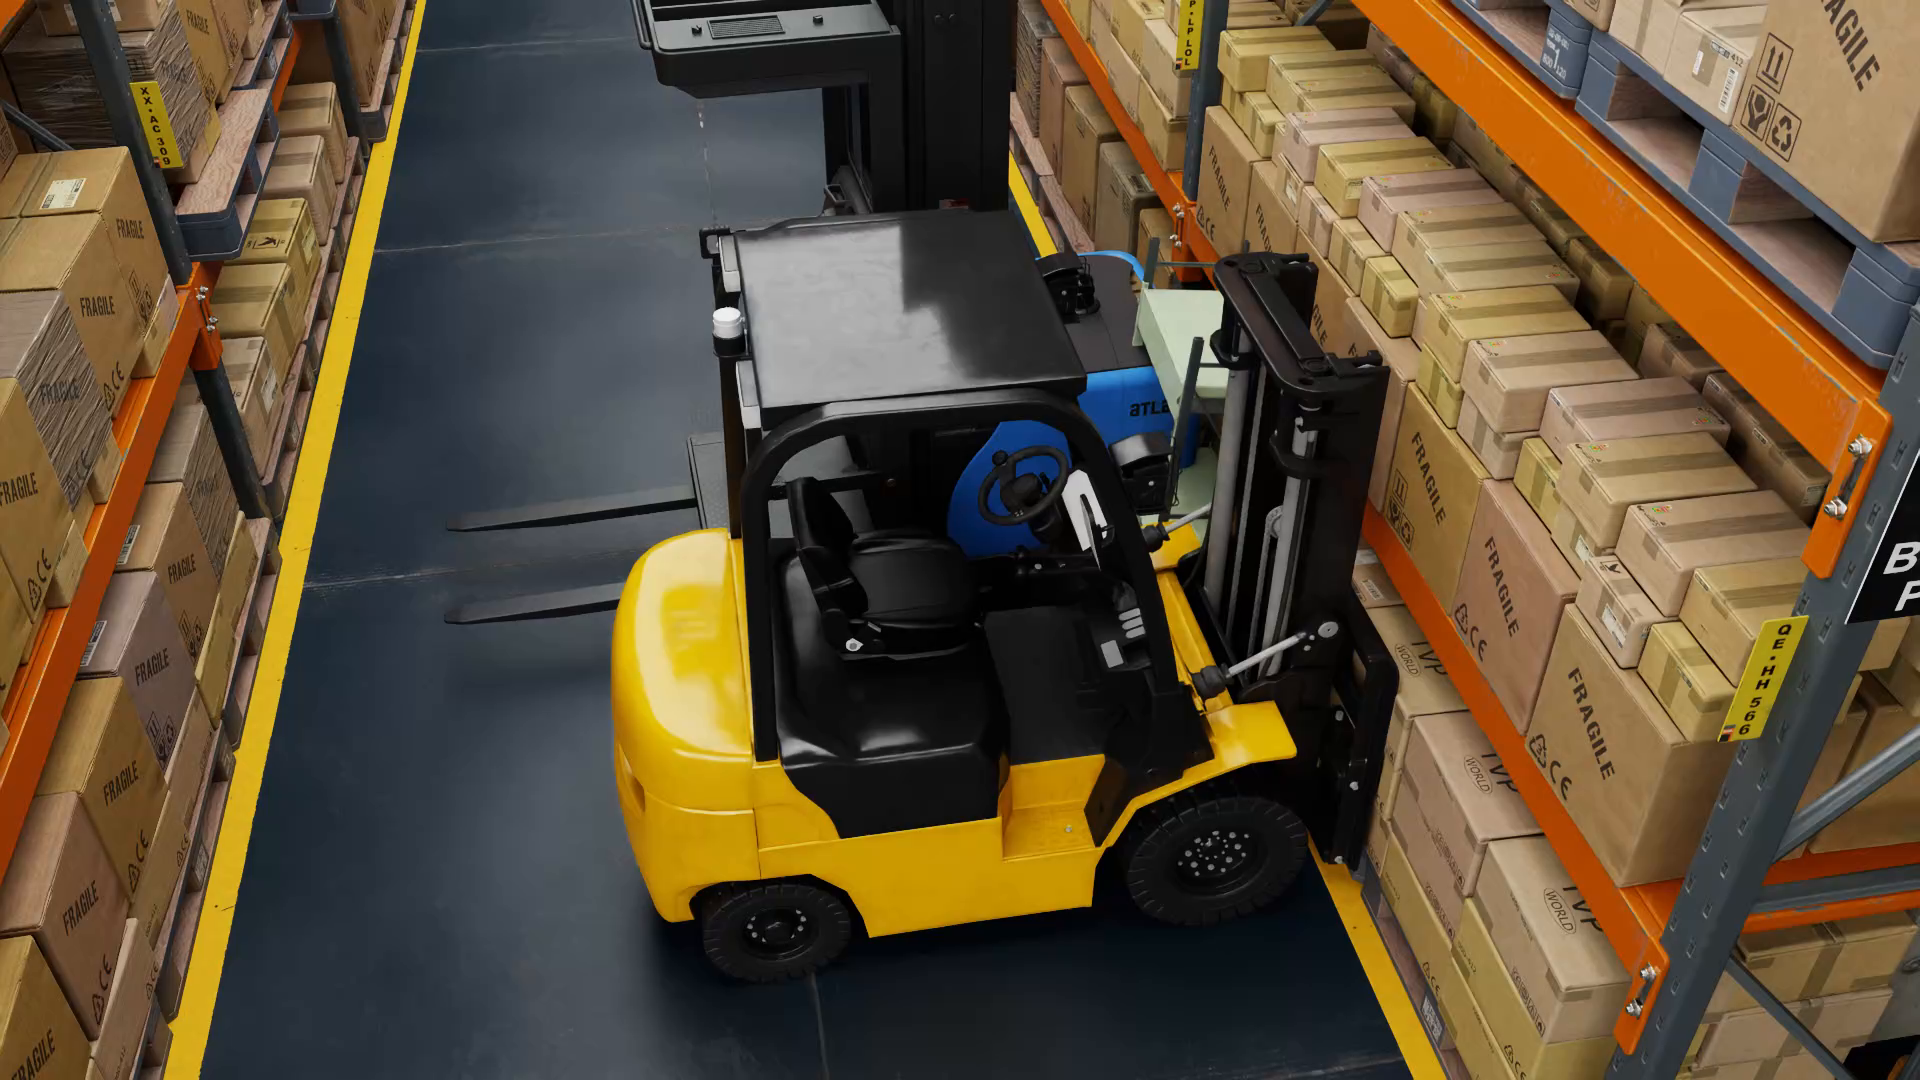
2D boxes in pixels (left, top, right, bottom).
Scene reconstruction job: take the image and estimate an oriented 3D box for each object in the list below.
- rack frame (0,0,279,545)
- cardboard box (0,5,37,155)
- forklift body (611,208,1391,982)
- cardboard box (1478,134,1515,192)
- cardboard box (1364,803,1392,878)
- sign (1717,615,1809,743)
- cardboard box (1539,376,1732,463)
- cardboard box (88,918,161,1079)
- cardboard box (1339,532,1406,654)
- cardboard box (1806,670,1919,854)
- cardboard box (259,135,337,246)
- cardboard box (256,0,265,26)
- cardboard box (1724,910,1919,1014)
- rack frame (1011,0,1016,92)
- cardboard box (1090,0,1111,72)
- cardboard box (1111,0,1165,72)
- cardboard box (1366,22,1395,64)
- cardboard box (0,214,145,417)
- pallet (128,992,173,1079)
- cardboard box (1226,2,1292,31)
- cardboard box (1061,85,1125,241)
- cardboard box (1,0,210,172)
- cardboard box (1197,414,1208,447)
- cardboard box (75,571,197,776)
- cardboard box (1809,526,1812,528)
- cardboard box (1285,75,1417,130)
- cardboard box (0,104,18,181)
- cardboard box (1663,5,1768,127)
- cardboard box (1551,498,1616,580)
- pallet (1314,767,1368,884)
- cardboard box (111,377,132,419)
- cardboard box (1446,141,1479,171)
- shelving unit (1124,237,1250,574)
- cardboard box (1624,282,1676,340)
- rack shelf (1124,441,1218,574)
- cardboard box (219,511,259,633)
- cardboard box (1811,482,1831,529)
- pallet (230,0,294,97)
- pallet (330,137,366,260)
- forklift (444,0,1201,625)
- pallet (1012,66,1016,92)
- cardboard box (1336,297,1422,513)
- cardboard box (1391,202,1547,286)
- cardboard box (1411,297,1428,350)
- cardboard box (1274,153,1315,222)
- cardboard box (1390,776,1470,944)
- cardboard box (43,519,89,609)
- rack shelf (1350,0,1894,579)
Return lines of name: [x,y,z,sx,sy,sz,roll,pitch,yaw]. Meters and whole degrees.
rack frame: [-3.452,-1.099,6.220,1.000,3.000,0.127,-6,38,-8]
cardboard box: [-3.759,-1.676,6.297,0.500,0.500,0.500,-7,38,-9]
forklift body: [0.007,0.167,5.282,2.313,2.155,1.214,-6,38,-8]
cardboard box: [1.981,-1.270,5.588,0.380,0.149,0.250,-7,38,-9]
cardboard box: [1.585,0.846,5.615,0.500,0.250,0.500,-6,38,-7]
sign: [1.598,0.280,3.308,0.100,0.325,0.005,-6,38,-8]
cardboard box: [1.748,-0.285,4.320,0.380,0.149,0.250,-6,38,-8]
cardboard box: [-2.702,1.411,4.888,0.500,0.250,0.500,-5,38,-6]
cardboard box: [1.472,0.143,5.705,0.500,0.250,0.500,-7,38,-9]
cardboard box: [2.322,0.412,4.193,0.500,0.500,0.500,-5,38,-6]
cardboard box: [-3.927,-1.856,8.994,0.950,0.372,0.625,-7,38,-9]
cardboard box: [-3.515,-2.482,7.862,0.380,0.149,0.250,-7,38,-9]
cardboard box: [2.237,0.995,4.608,0.500,0.250,0.500,-7,38,-9]
rack frame: [0.733,-4.051,10.020,1.000,3.000,0.127,-6,38,-8]
cardboard box: [0.937,-2.459,8.092,0.500,0.250,0.500,-6,38,-8]
cardboard box: [0.999,-2.353,7.548,0.500,0.250,0.500,-7,38,-9]
cardboard box: [1.787,-1.888,6.383,0.380,0.149,0.250,-6,38,-8]
cardboard box: [-3.033,-0.704,5.388,0.500,0.500,0.500,-5,38,-6]
pallet: [-2.872,1.878,4.661,1.003,0.211,1.213,-6,38,-8]
cardboard box: [1.155,-2.113,6.915,0.380,0.149,0.250,-5,38,-6]
cardboard box: [1.069,-2.101,9.102,0.875,0.625,0.625,-8,39,-10]
cardboard box: [-3.252,-1.736,6.373,0.500,0.500,0.500,-5,38,-7]
cardboard box: [1.215,-0.587,7.053,0.500,0.250,0.500,-6,38,-8]
cardboard box: [-2.903,0.468,5.490,0.500,0.500,0.500,-4,38,-6]
cardboard box: [2.187,-0.044,4.251,0.380,0.149,0.250,-7,38,-9]
cardboard box: [1.386,-1.523,5.912,0.380,0.149,0.250,-7,38,-9]
cardboard box: [-3.589,-1.362,5.419,0.700,0.500,0.500,-7,38,-8]
cardboard box: [1.691,-0.978,3.400,0.380,0.149,0.250,-7,38,-9]
cardboard box: [1.739,-0.009,4.206,0.380,0.149,0.250,-6,38,-7]
pallet: [1.749,0.689,6.191,1.003,0.211,1.213,-6,38,-8]
cardboard box: [-3.076,-0.523,5.683,0.380,0.149,0.250,-6,38,-8]
cardboard box: [1.943,-1.304,5.873,0.380,0.149,0.250,-6,38,-8]
shelving unit: [0.884,-0.303,6.374,0.431,1.500,0.755,0,37,-8]
cardboard box: [2.165,-0.655,4.795,0.380,0.149,0.250,-7,38,-9]
rack shelf: [0.856,-0.044,6.569,0.431,0.370,0.720,0,37,-8]
cardboard box: [-3.084,0.149,6.512,0.500,0.250,0.500,-5,38,-6]
cardboard box: [2.302,-0.026,3.985,0.380,0.149,0.250,-5,38,-6]
pallet: [-3.766,-2.248,7.855,1.003,0.211,1.213,-6,38,-8]
pallet: [-4.018,-1.942,9.578,1.003,0.211,1.213,-6,38,-8]
forklift: [-0.609,-1.071,6.239,3.031,2.935,1.130,-8,39,-10]
pallet: [0.639,-3.405,11.461,1.003,0.211,1.213,-6,38,-8]
cardboard box: [1.519,-0.454,5.308,0.500,0.500,0.500,-6,38,-8]
cardboard box: [1.563,-0.906,5.118,0.380,0.149,0.250,-6,38,-8]
cardboard box: [1.594,-0.627,5.002,0.380,0.149,0.250,-6,38,-8]
cardboard box: [1.321,-1.243,5.794,0.380,0.149,0.250,-5,38,-7]
cardboard box: [1.665,0.939,5.088,0.500,0.250,0.500,-7,38,-8]
cardboard box: [-2.818,0.084,4.902,0.380,0.149,0.250,-6,38,-8]
rack shelf: [1.784,-1.328,4.656,1.077,0.370,4.000,-6,38,-8]
